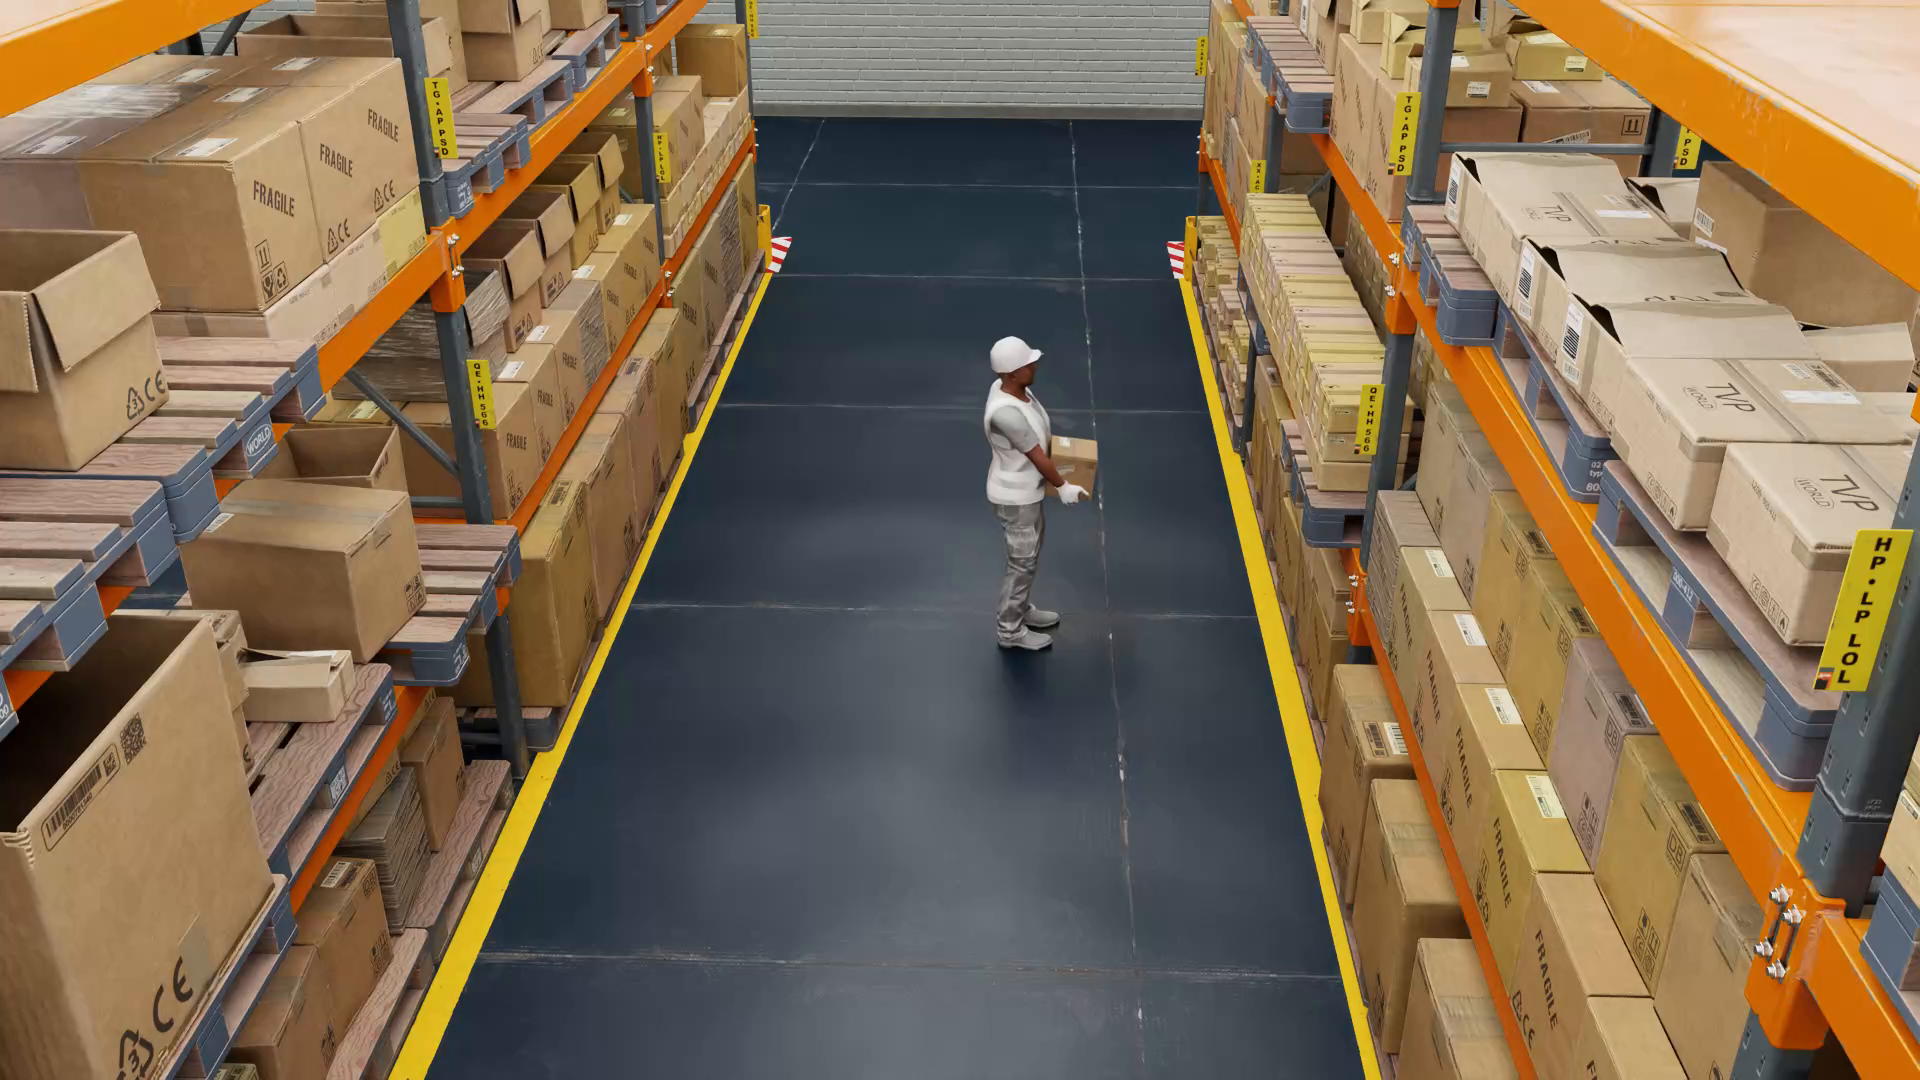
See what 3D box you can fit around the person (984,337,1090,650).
[{"bbox_3d":[0.421,-0.262,9.103,0.573,1.778,0.488,2,28,3],"label":"person"}]
